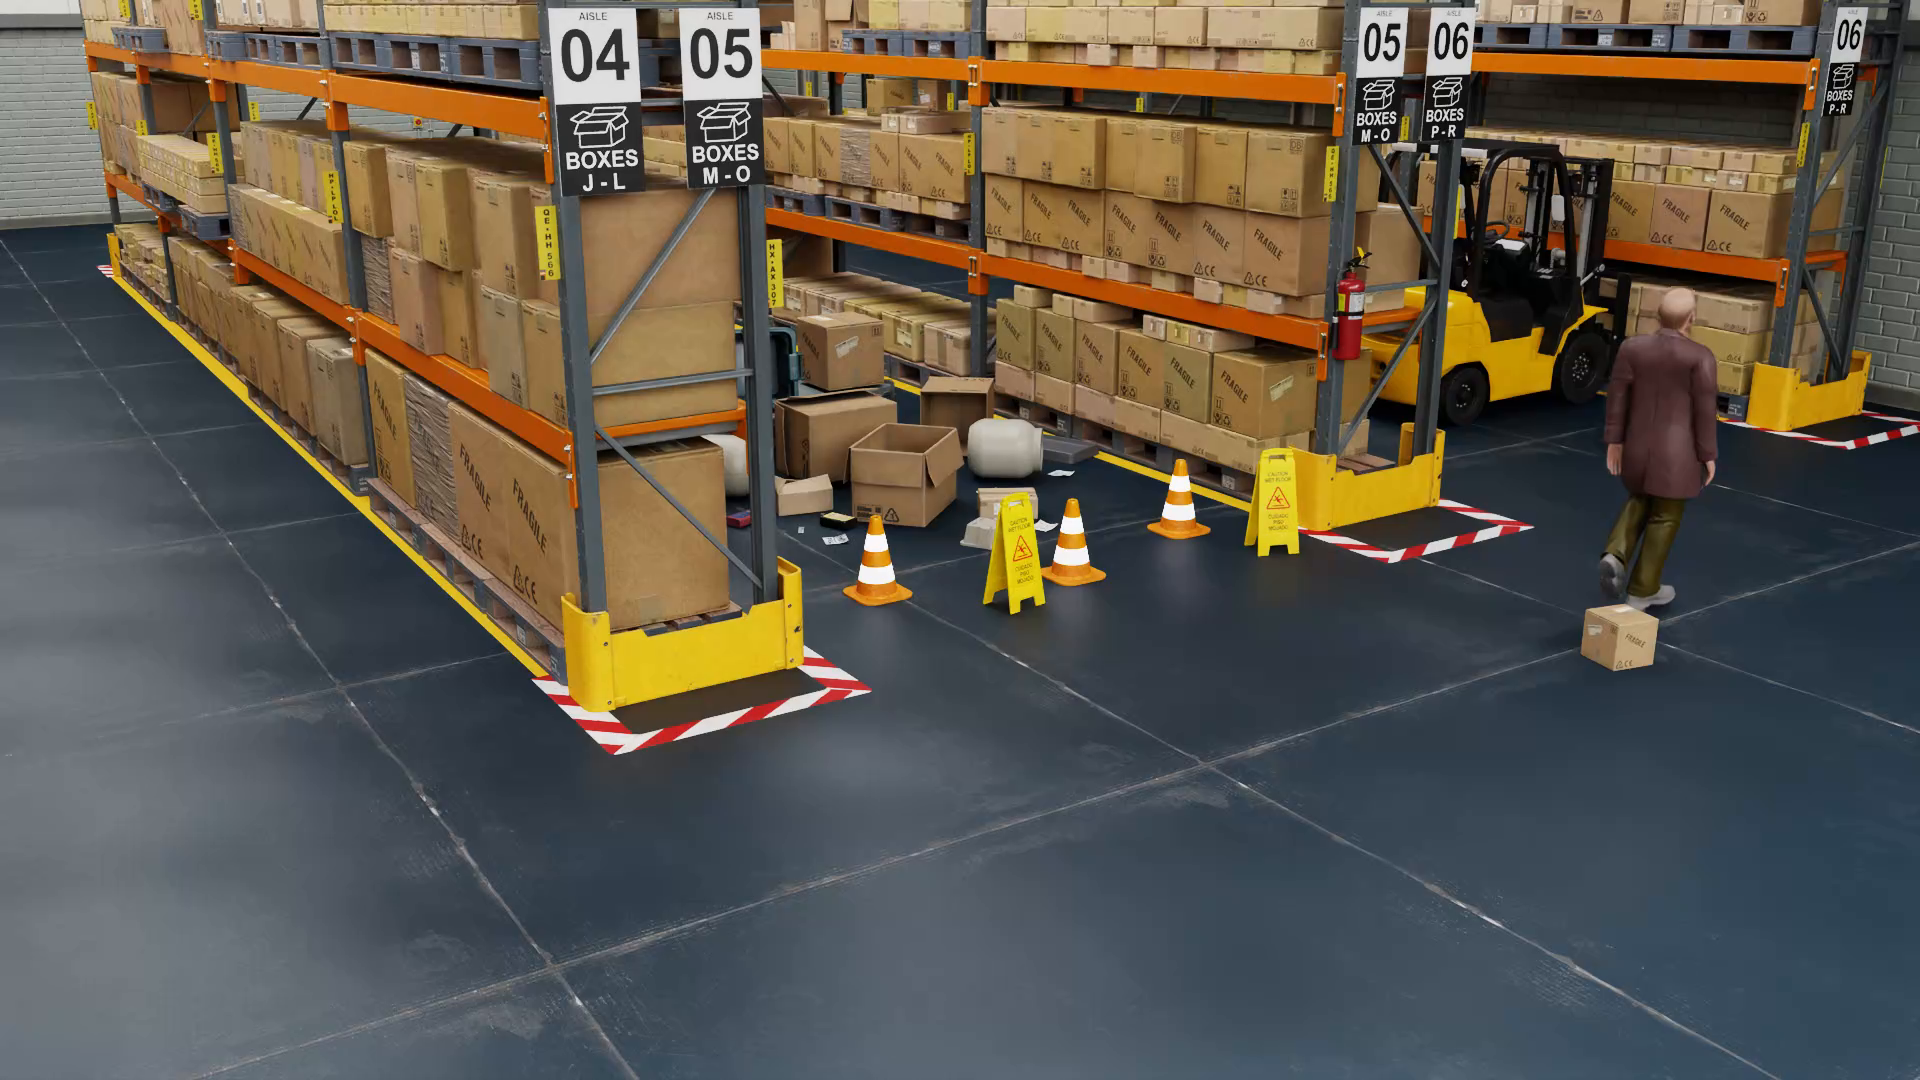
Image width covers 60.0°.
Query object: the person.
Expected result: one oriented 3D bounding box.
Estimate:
[{"bbox_3d":[3.799,-0.363,9.049,0.527,1.513,0.595,-14,23,-38],"label":"person"}]
